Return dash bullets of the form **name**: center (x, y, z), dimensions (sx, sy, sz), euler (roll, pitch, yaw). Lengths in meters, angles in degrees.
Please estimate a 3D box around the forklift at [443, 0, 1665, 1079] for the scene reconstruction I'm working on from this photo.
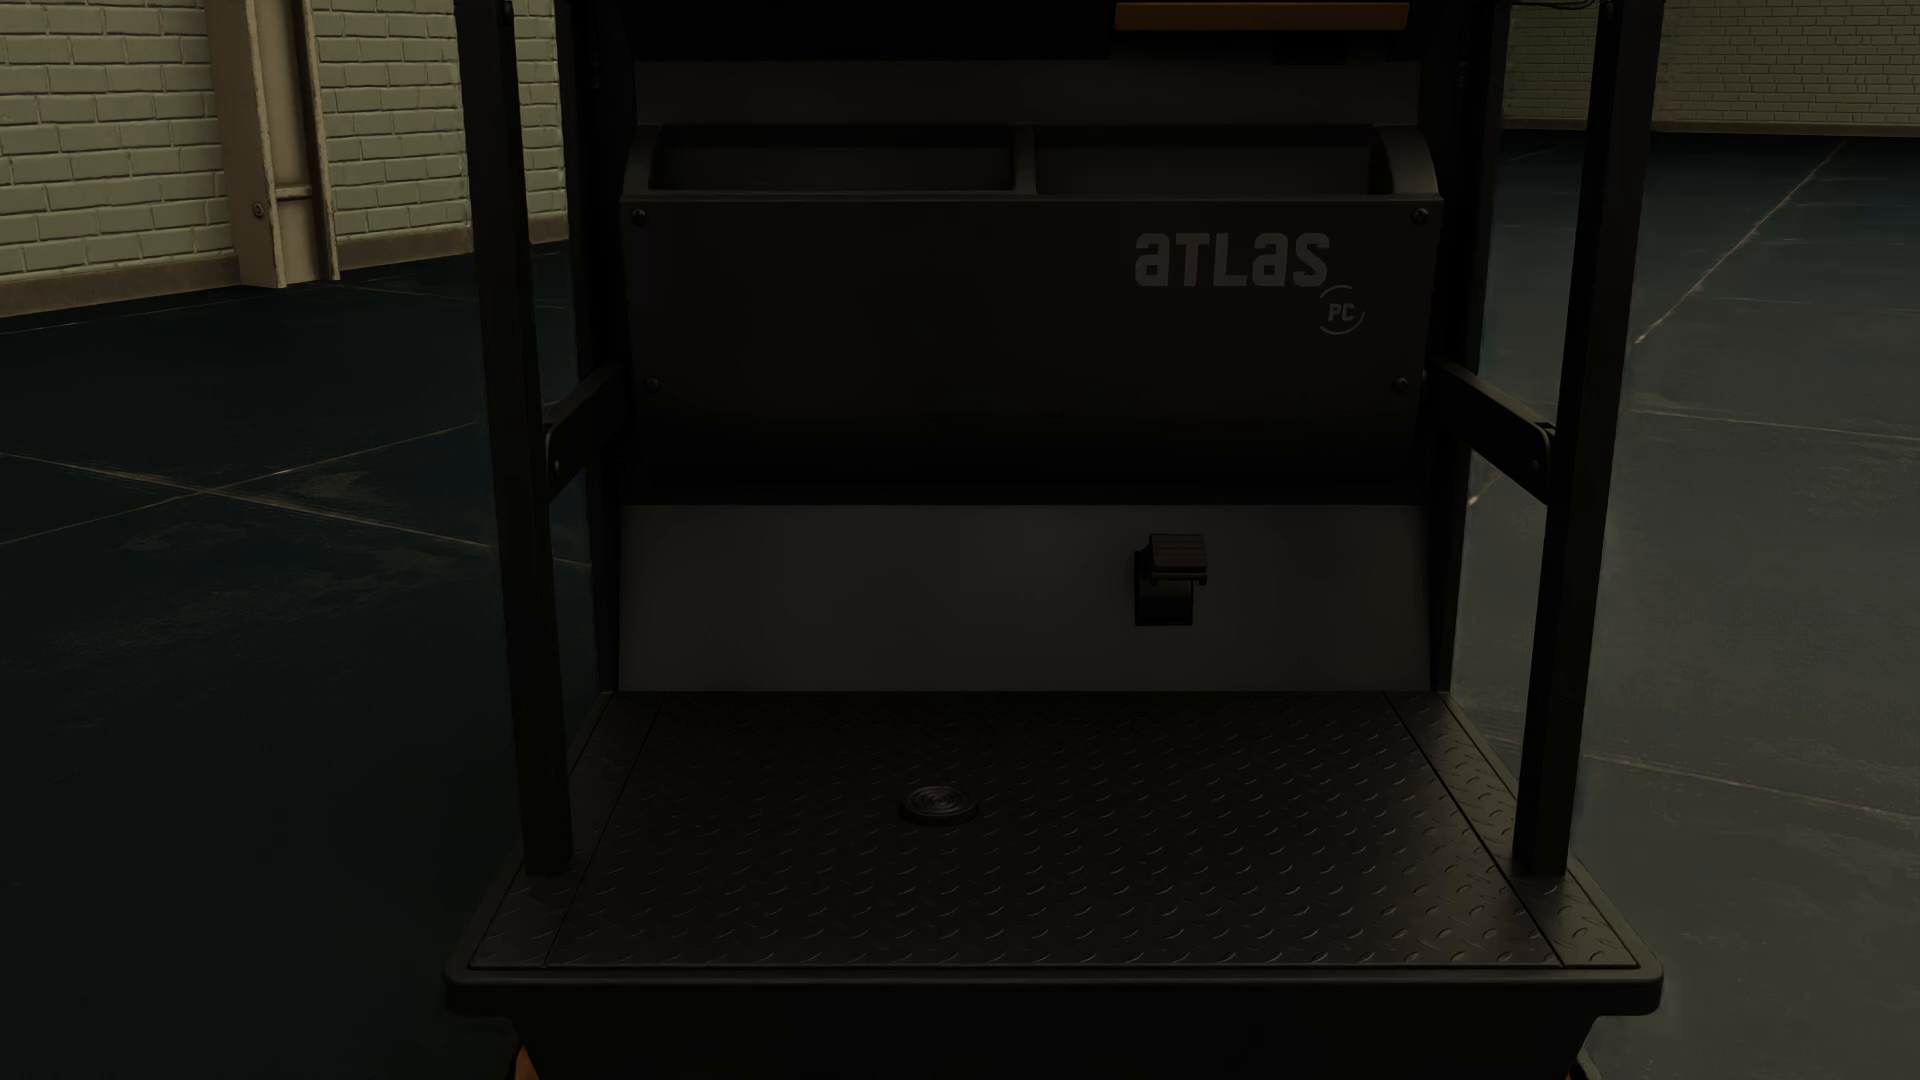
- **forklift**: center (0.083, -0.811, 1.605), dimensions (1.130, 2.935, 3.031), euler (0, 16, 0)
